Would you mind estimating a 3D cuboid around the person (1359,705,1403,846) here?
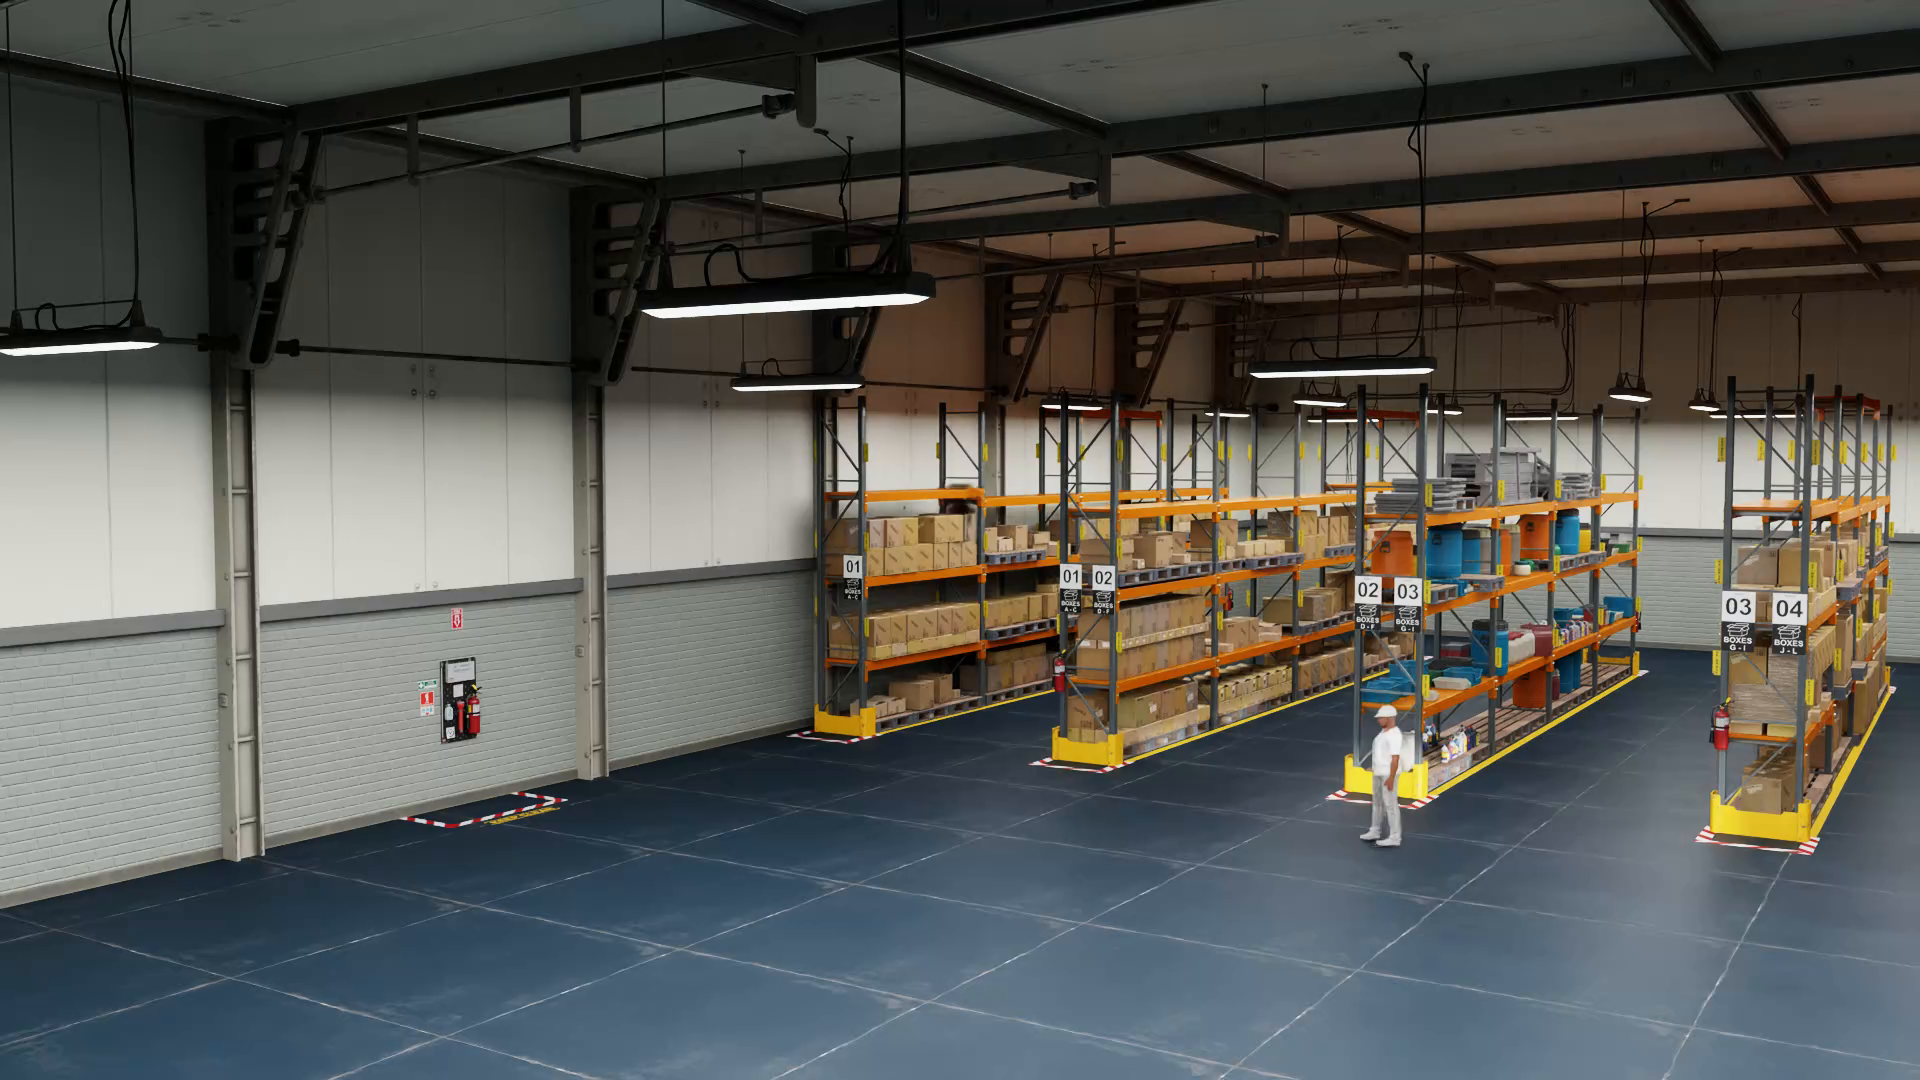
[{"bbox_3d":[5.415,2.991,21.305,0.490,1.762,0.641,-1,3,-11],"label":"person"}]
